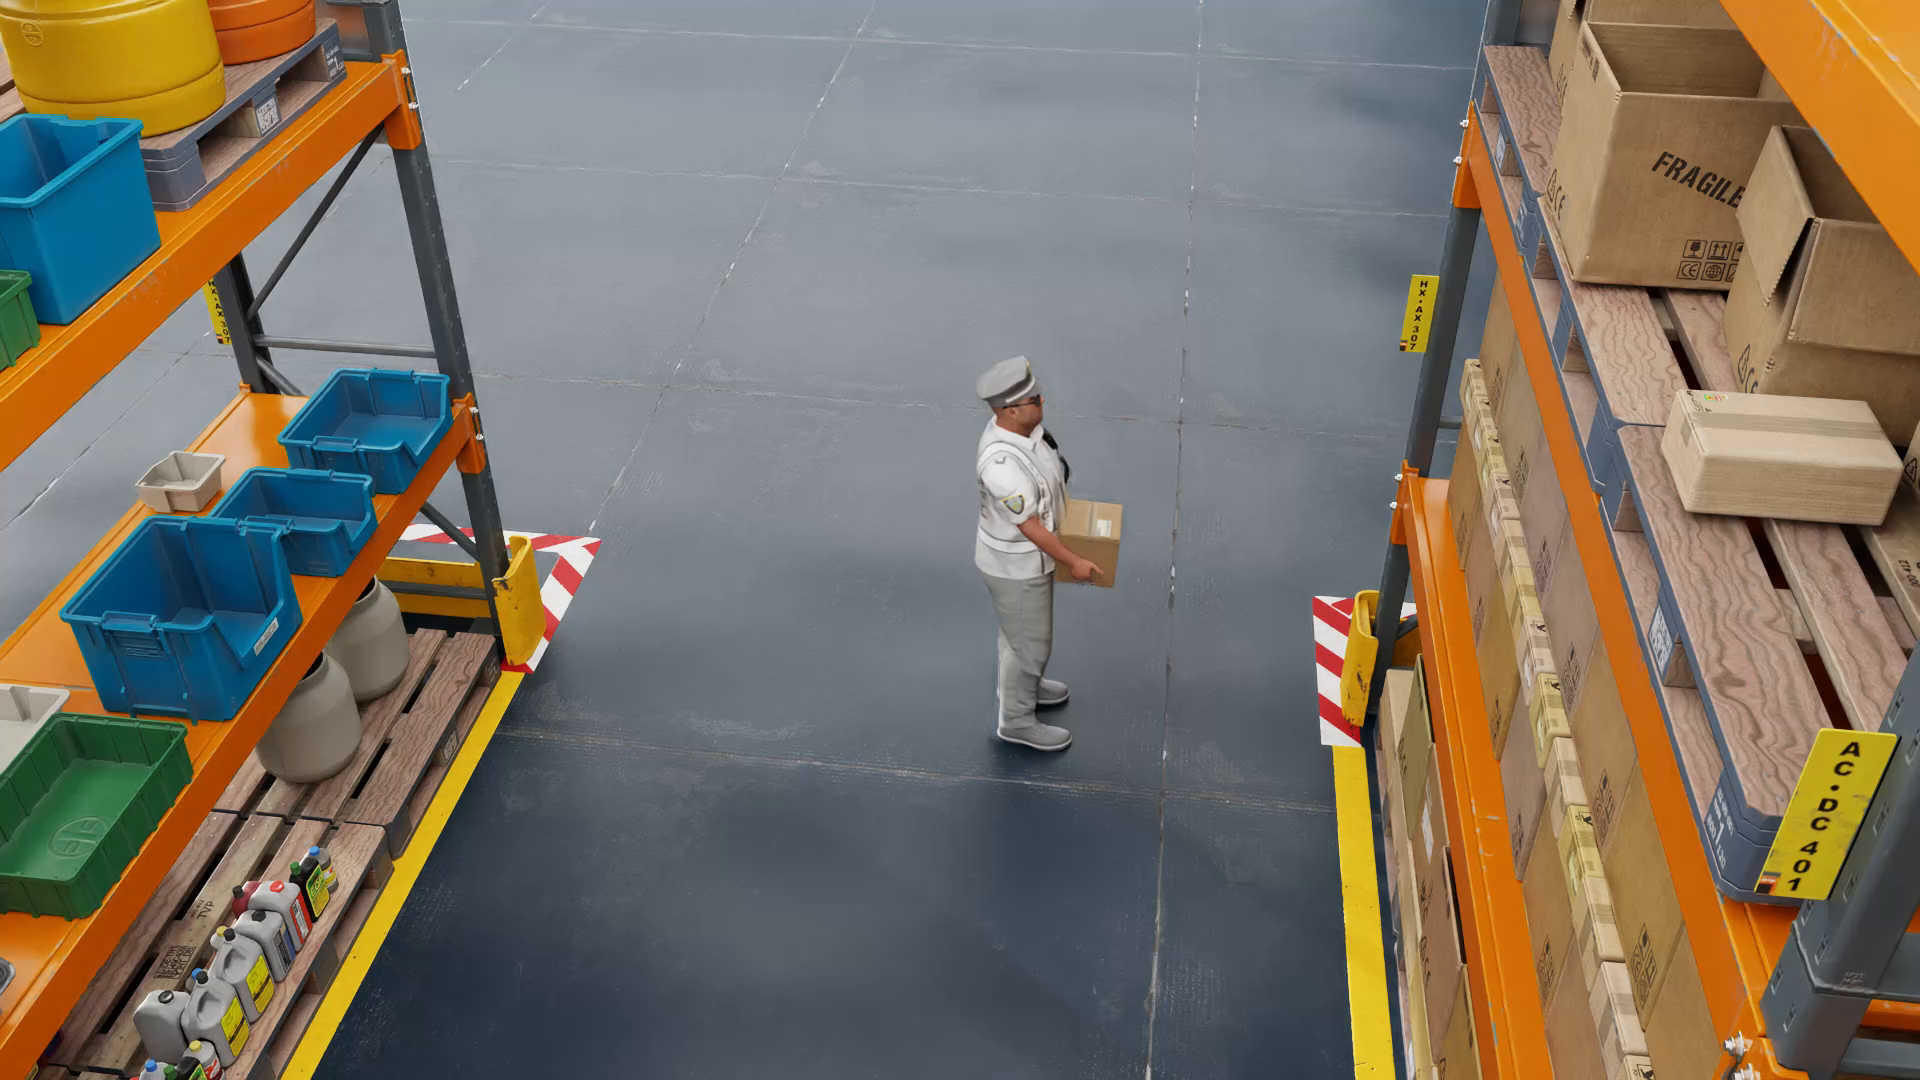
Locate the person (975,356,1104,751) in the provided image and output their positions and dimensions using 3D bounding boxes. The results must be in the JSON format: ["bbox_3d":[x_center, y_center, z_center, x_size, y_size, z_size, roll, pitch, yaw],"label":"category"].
[{"bbox_3d":[0.333,0.049,6.938,0.552,1.782,0.513,4,36,6],"label":"person"}]
